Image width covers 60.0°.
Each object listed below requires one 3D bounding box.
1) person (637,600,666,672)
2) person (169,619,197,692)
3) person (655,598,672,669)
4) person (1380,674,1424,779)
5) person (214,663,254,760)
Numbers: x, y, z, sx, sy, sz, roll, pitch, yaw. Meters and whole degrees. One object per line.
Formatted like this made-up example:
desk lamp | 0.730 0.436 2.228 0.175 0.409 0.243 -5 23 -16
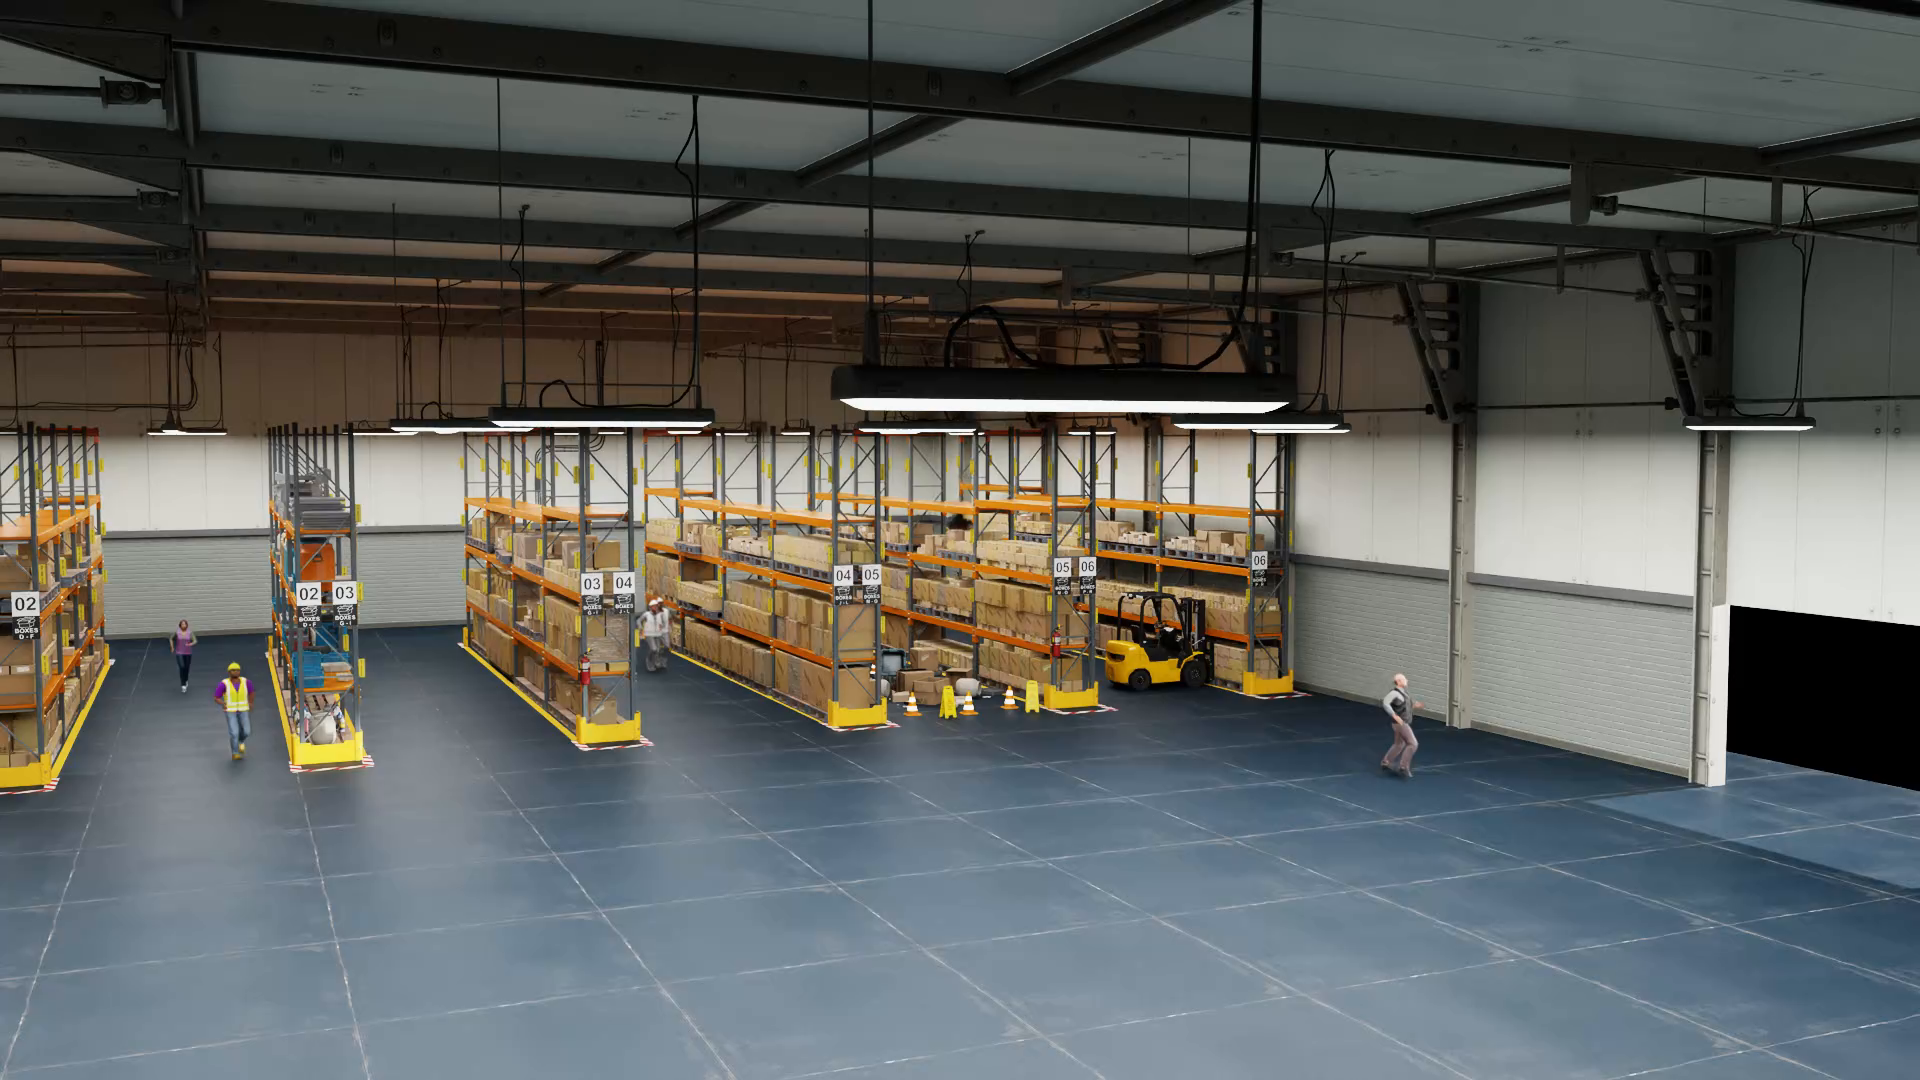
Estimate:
person | -7.503 2.349 40.725 0.644 1.751 0.642 -3 4 -36
person | -17.606 2.599 37.726 0.541 1.604 0.813 -2 4 -35
person | -7.414 2.320 41.238 0.662 1.767 0.633 -1 4 -22
person | 7.469 3.152 28.108 0.715 1.773 0.637 1 4 22
person | -12.902 3.050 29.641 0.695 1.717 0.594 -3 4 -36
